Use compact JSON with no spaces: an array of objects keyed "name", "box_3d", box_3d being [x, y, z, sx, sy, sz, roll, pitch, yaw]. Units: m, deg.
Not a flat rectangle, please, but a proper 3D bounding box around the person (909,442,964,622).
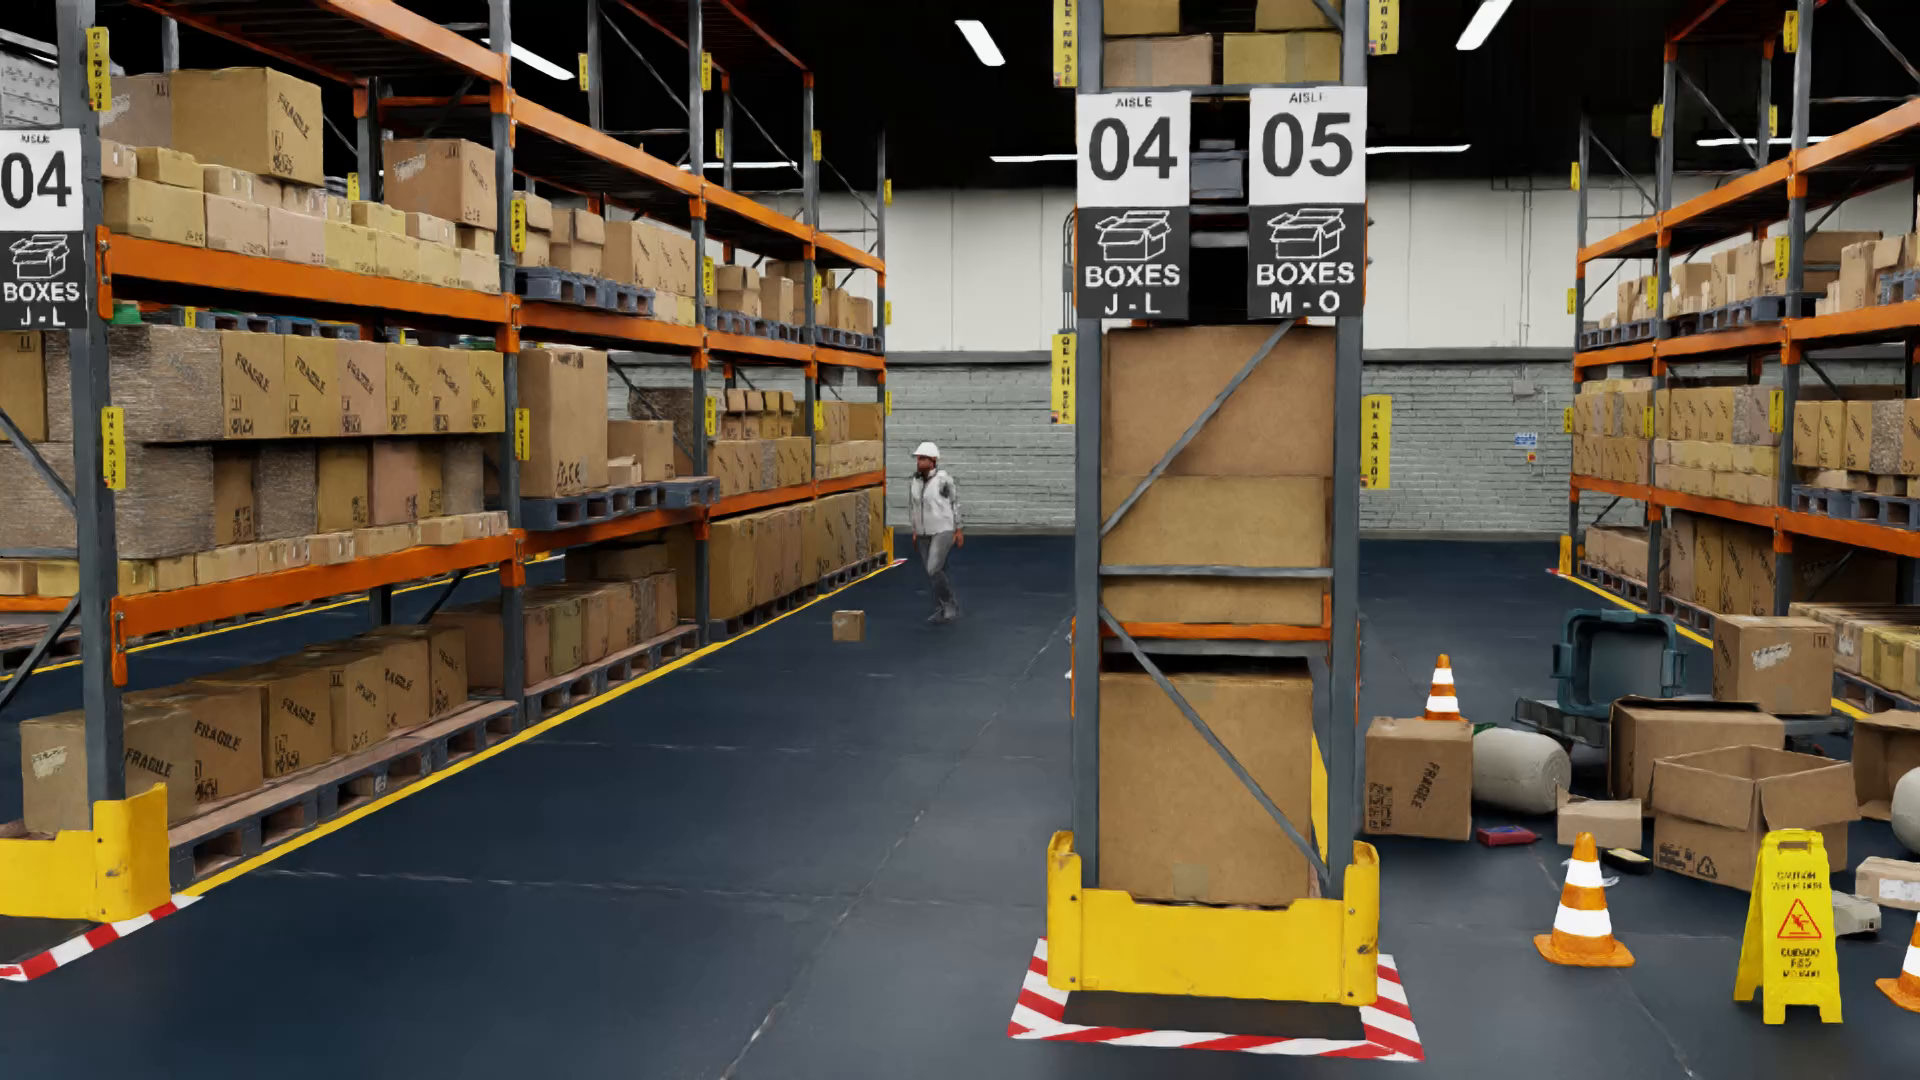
[{"name":"person","box_3d":[-0.254,-0.076,16.229,0.566,1.762,0.508,4,6,41]}]
